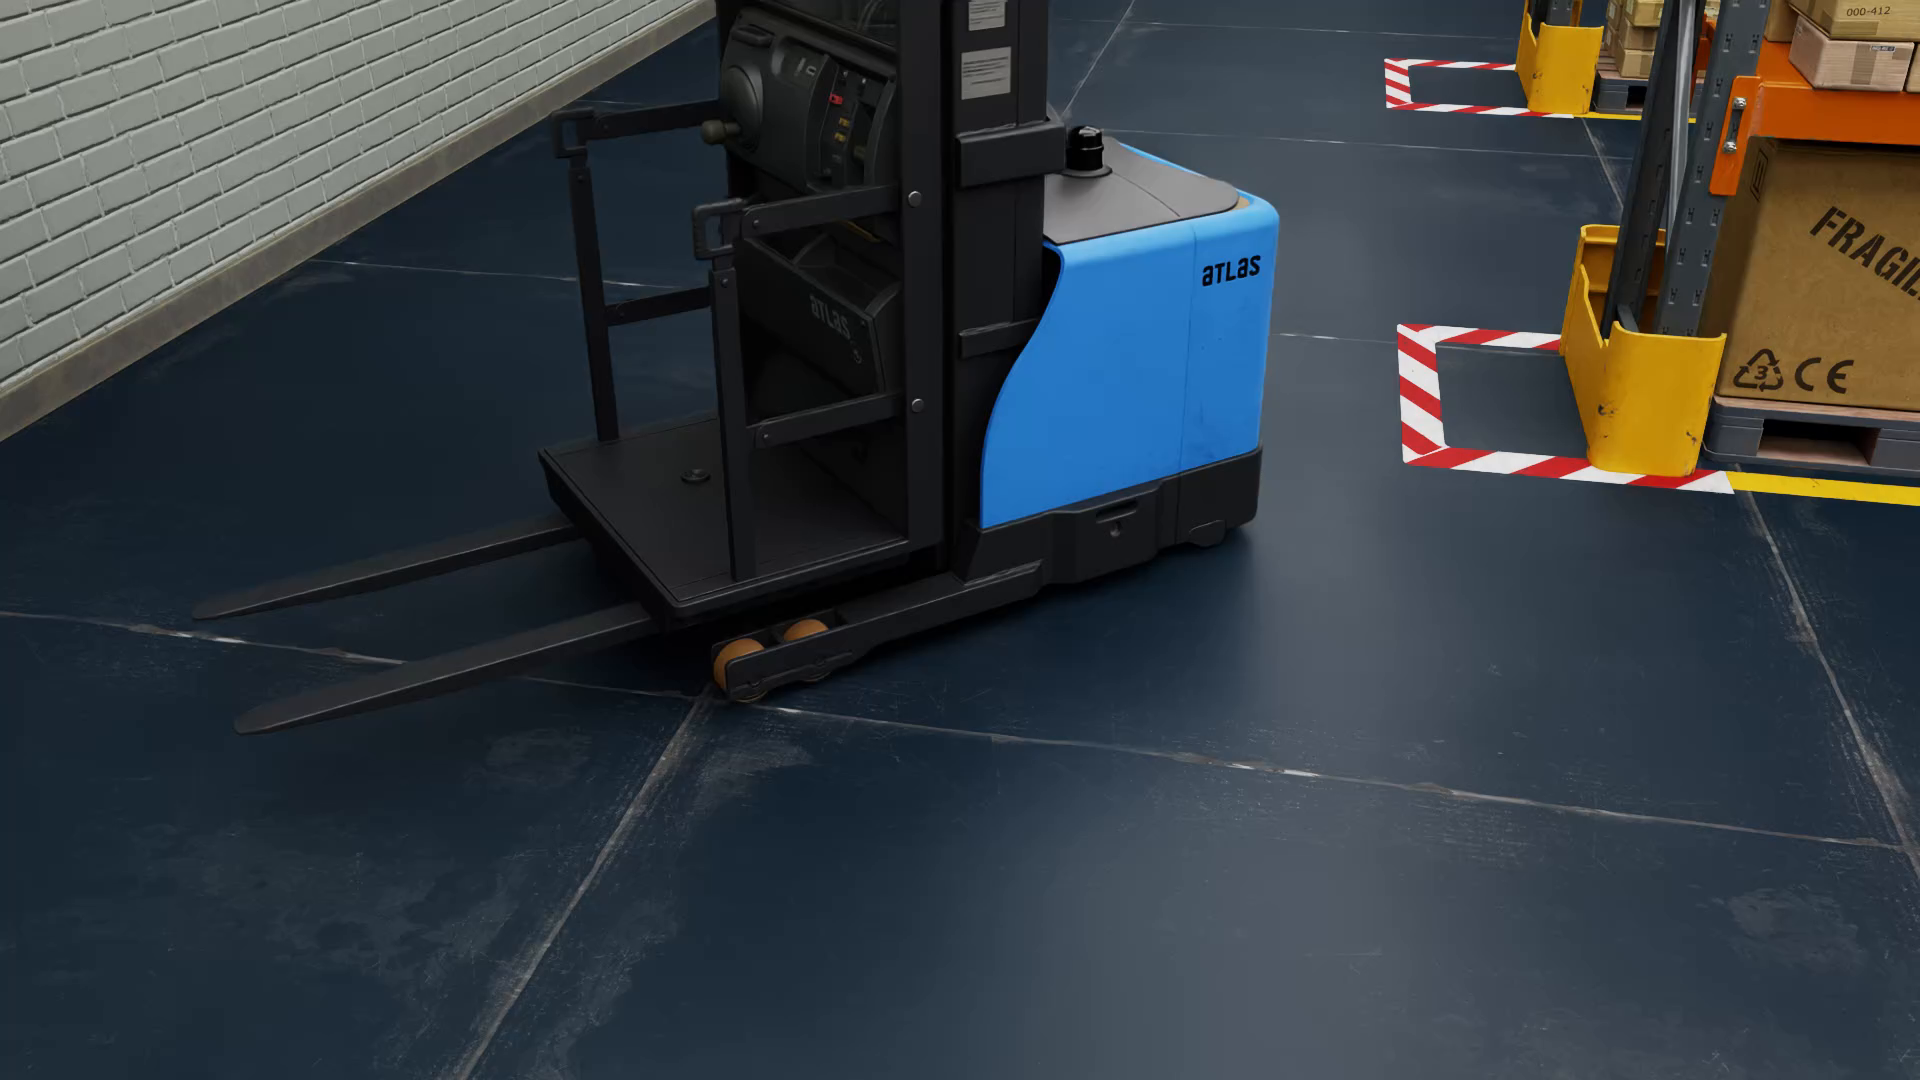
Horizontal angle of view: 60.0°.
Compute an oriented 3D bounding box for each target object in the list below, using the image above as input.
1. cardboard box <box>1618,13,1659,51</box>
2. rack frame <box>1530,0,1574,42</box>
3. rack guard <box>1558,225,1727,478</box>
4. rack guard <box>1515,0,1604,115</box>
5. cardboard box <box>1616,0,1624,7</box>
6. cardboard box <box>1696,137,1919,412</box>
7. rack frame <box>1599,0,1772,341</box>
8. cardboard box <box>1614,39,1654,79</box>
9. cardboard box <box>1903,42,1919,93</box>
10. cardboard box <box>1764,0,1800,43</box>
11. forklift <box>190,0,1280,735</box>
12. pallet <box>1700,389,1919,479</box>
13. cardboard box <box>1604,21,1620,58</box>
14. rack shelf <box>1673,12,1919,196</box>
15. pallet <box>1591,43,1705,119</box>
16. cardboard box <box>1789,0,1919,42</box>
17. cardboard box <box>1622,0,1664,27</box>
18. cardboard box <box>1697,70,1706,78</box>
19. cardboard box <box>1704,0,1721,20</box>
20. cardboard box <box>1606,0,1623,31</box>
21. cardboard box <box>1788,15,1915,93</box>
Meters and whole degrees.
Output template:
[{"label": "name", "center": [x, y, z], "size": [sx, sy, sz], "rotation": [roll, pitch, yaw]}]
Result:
[{"label": "cardboard box", "center": [4.065, -3.020, 9.864], "size": [0.250, 0.149, 0.380], "rotation": [7, 29, 13]}, {"label": "rack frame", "center": [3.606, -4.129, 9.668], "size": [0.127, 3.000, 1.000], "rotation": [6, 29, 11]}, {"label": "rack guard", "center": [2.448, -0.716, 6.037], "size": [0.348, 0.500, 1.175], "rotation": [6, 29, 11]}, {"label": "rack guard", "center": [3.680, -3.025, 10.255], "size": [0.348, 0.500, 1.175], "rotation": [6, 29, 11]}, {"label": "cardboard box", "center": [4.177, -3.390, 10.230], "size": [0.250, 0.149, 0.380], "rotation": [6, 29, 11]}, {"label": "cardboard box", "center": [3.114, -1.035, 5.793], "size": [0.875, 0.875, 0.875], "rotation": [6, 29, 11]}, {"label": "rack frame", "center": [2.471, -1.810, 5.432], "size": [0.127, 3.000, 1.000], "rotation": [6, 29, 11]}, {"label": "cardboard box", "center": [4.051, -2.860, 9.882], "size": [0.250, 0.149, 0.380], "rotation": [6, 29, 12]}, {"label": "cardboard box", "center": [3.001, -1.484, 5.099], "size": [0.250, 0.149, 0.380], "rotation": [5, 29, 10]}, {"label": "cardboard box", "center": [2.888, -1.819, 5.710], "size": [0.250, 0.149, 0.380], "rotation": [6, 29, 12]}, {"label": "forklift", "center": [-0.589, -1.141, 4.282], "size": [3.031, 2.935, 1.130], "rotation": [-16, 33, -27]}, {"label": "pallet", "center": [3.270, -0.543, 6.022], "size": [1.213, 0.211, 1.003], "rotation": [6, 29, 11]}, {"label": "cardboard box", "center": [4.164, -3.108, 10.335], "size": [0.250, 0.149, 0.380], "rotation": [6, 29, 11]}, {"label": "rack shelf", "center": [4.427, -1.294, 5.239], "size": [4.000, 0.370, 1.077], "rotation": [6, 29, 11]}, {"label": "pallet", "center": [4.467, -2.800, 10.145], "size": [1.213, 0.211, 1.003], "rotation": [6, 29, 11]}, {"label": "cardboard box", "center": [2.884, -1.700, 5.077], "size": [0.500, 0.250, 0.500], "rotation": [5, 29, 9]}, {"label": "cardboard box", "center": [4.047, -3.112, 9.722], "size": [0.250, 0.149, 0.380], "rotation": [5, 29, 8]}, {"label": "cardboard box", "center": [4.325, -2.872, 9.904], "size": [0.250, 0.149, 0.380], "rotation": [6, 29, 10]}, {"label": "cardboard box", "center": [4.342, -3.140, 9.775], "size": [0.250, 0.149, 0.380], "rotation": [6, 29, 11]}, {"label": "cardboard box", "center": [4.182, -3.274, 10.329], "size": [0.250, 0.149, 0.380], "rotation": [5, 29, 9]}, {"label": "cardboard box", "center": [2.750, -1.509, 5.144], "size": [0.250, 0.149, 0.380], "rotation": [6, 29, 11]}]
